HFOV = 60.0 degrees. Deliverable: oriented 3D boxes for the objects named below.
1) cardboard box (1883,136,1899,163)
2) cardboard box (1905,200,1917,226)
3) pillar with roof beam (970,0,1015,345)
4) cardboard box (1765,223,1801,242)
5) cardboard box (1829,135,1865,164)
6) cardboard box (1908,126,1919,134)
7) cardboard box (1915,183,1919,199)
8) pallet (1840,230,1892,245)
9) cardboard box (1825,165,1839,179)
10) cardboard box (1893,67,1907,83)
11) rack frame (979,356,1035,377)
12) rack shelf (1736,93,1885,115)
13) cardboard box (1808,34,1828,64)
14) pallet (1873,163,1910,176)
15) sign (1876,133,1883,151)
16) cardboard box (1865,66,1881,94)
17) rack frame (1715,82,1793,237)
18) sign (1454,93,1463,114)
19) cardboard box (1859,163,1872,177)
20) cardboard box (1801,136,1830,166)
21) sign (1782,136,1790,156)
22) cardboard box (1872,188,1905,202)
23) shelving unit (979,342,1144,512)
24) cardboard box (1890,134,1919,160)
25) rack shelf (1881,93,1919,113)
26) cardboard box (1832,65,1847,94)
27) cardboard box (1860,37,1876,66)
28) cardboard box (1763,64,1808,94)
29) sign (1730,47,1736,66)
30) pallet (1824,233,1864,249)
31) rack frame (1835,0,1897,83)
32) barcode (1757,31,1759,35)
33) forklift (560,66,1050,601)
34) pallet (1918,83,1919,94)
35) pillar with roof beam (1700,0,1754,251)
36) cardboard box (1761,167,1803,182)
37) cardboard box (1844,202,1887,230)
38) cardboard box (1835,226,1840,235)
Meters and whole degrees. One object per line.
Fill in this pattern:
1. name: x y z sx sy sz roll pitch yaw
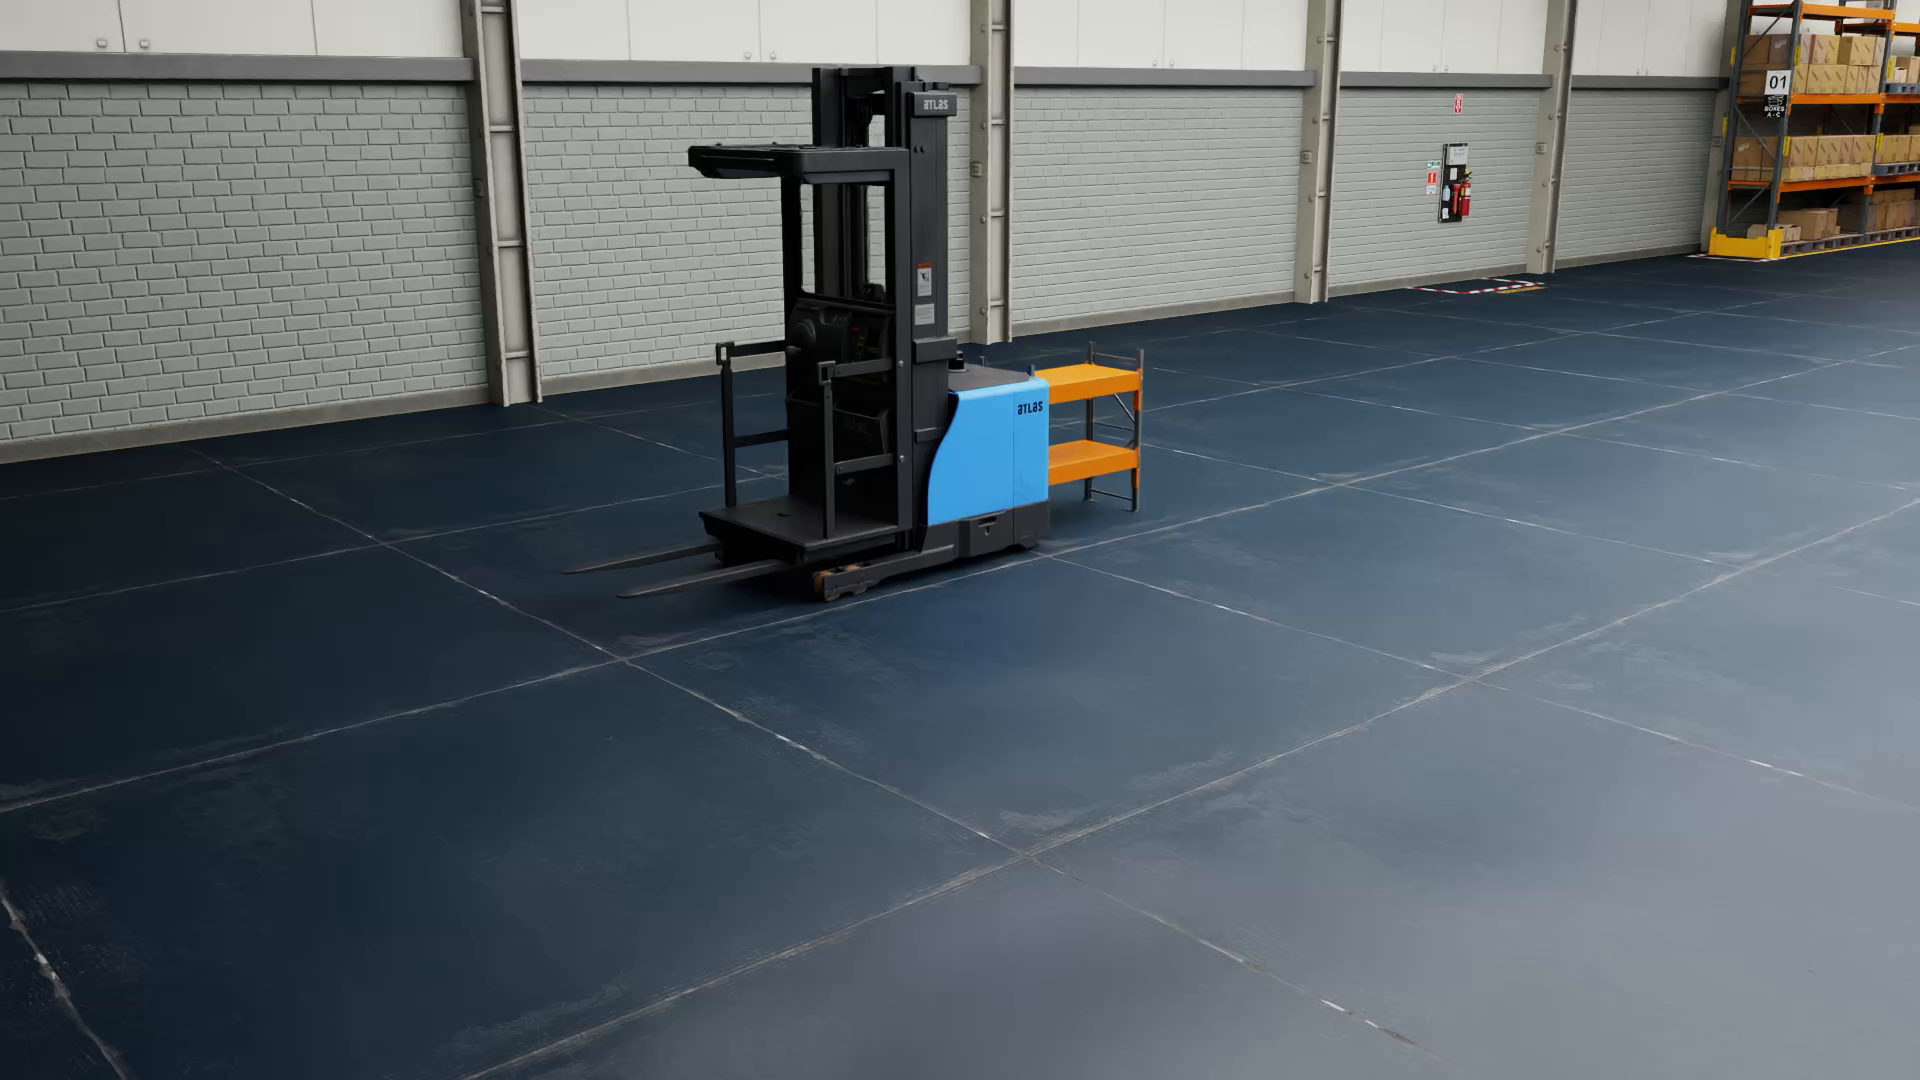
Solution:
1. cardboard box: 17.828 -7.636 32.477 0.500 0.500 0.700 -10 18 -34
2. cardboard box: 19.039 -6.688 33.966 0.500 0.500 0.700 -13 20 -39
3. pillar with roof beam: 3.185 -5.822 15.110 0.400 9.000 9.100 -13 19 -39
4. cardboard box: 14.989 -5.634 30.388 0.500 0.311 0.500 -11 18 -35
5. cardboard box: 16.469 -7.275 30.974 0.500 0.500 0.500 -13 20 -40
6. cardboard box: 19.539 -8.332 33.827 0.380 0.149 0.250 12 19 38
7. cardboard box: 20.654 -7.143 35.030 0.750 0.750 0.750 -13 20 -40
8. pallet: 17.582 -5.987 32.754 1.213 0.211 1.003 -13 19 -39
9. cardboard box: 15.708 -6.743 30.435 0.500 0.250 0.500 -12 19 -39
10. cardboard box: 17.925 -8.992 32.149 0.500 0.311 0.500 -12 19 -38
11. rack frame: 0.299 -0.611 10.859 0.032 1.125 0.500 -13 20 -40
12. rack shelf: 15.487 -7.965 30.337 4.000 0.370 1.077 -13 19 -39
13. cardboard box: 14.839 -8.608 29.180 0.500 0.500 0.500 -13 20 -40
14. pallet: 17.667 -7.210 32.303 1.213 0.211 1.003 -13 19 -39
15. sign: 17.357 -7.516 31.397 0.005 0.325 0.100 -13 19 -39
16. cardboard box: 16.775 -8.575 30.995 0.500 0.500 0.500 -12 19 -38
17. rack frame: 13.978 -6.524 29.363 0.127 3.000 1.000 -13 19 -39
18. sign: 7.451 -6.522 24.861 0.199 0.298 0.001 -13 19 -39
19. cardboard box: 16.837 -7.000 31.395 0.500 0.250 0.500 -13 19 -39
20. cardboard box: 15.309 -7.014 29.996 0.500 0.500 0.500 -13 20 -41
21. sign: 14.334 -6.837 28.856 0.005 0.325 0.100 -13 19 -39
22. cardboard box: 18.648 -6.942 33.465 0.500 0.250 0.500 -13 20 -40
23. shelving unit: 0.680 -0.698 11.184 1.048 1.125 0.538 -13 20 -40
24. cardboard box: 19.261 -7.959 33.687 0.700 0.500 0.500 14 20 42
25. rack shelf: 18.504 -8.642 32.874 4.000 0.370 1.077 -13 19 -39
26. cardboard box: 15.602 -8.307 29.992 0.500 0.500 0.500 -11 19 -36
27. cardboard box: 16.387 -8.959 30.495 0.500 0.500 0.500 -11 19 -36
28. cardboard box: 14.394 -8.039 28.990 0.500 0.500 0.500 -12 19 -38
29. sign: 13.629 -8.513 29.279 0.005 0.325 0.100 -13 19 -39
30. pallet: 16.512 -5.734 31.808 1.213 0.211 1.003 -13 19 -39
31. rack frame: 16.995 -10.100 31.125 0.127 3.000 1.000 -13 19 -39
32. barcode: 14.185 -9.012 29.571 0.075 0.075 0.001 -13 19 -39
33. forklift: -0.868 -1.222 9.647 3.031 2.935 1.130 -13 20 -40
34. pallet: 18.311 -8.820 32.511 1.003 0.211 1.213 -13 19 -39
35. pillar with roof beam: 16.764 -8.872 26.525 0.400 9.000 9.100 -13 19 -39
36. cardboard box: 14.554 -6.482 29.458 0.500 0.250 0.500 -13 20 -41
37. cardboard box: 17.896 -6.432 33.009 0.500 0.500 0.700 -13 20 -40
38. cardboard box: 16.611 -5.949 31.847 0.380 0.166 0.250 13 20 40
